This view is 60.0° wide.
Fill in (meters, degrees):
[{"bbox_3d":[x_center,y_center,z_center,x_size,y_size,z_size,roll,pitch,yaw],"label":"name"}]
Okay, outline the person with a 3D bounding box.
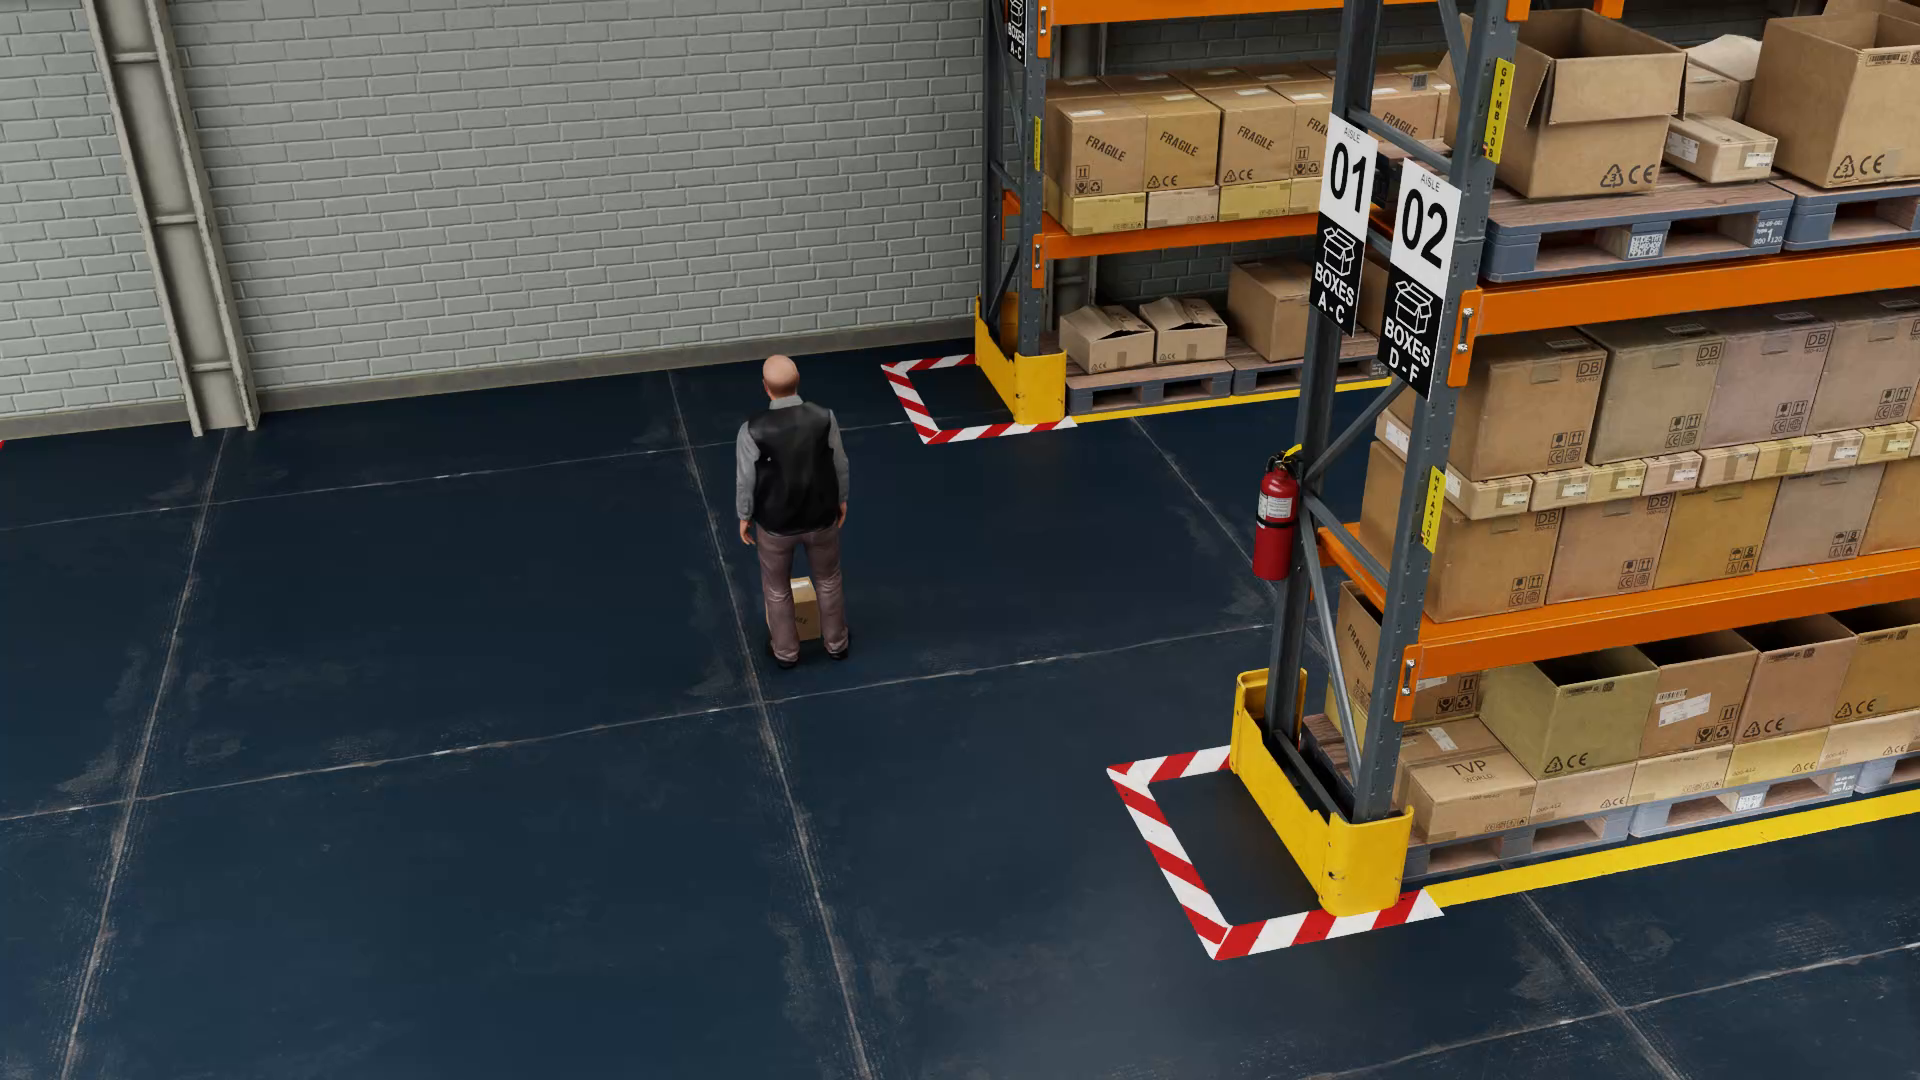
[{"bbox_3d":[-0.837,-0.116,8.465,0.594,1.721,0.418,-10,31,-16],"label":"person"}]
